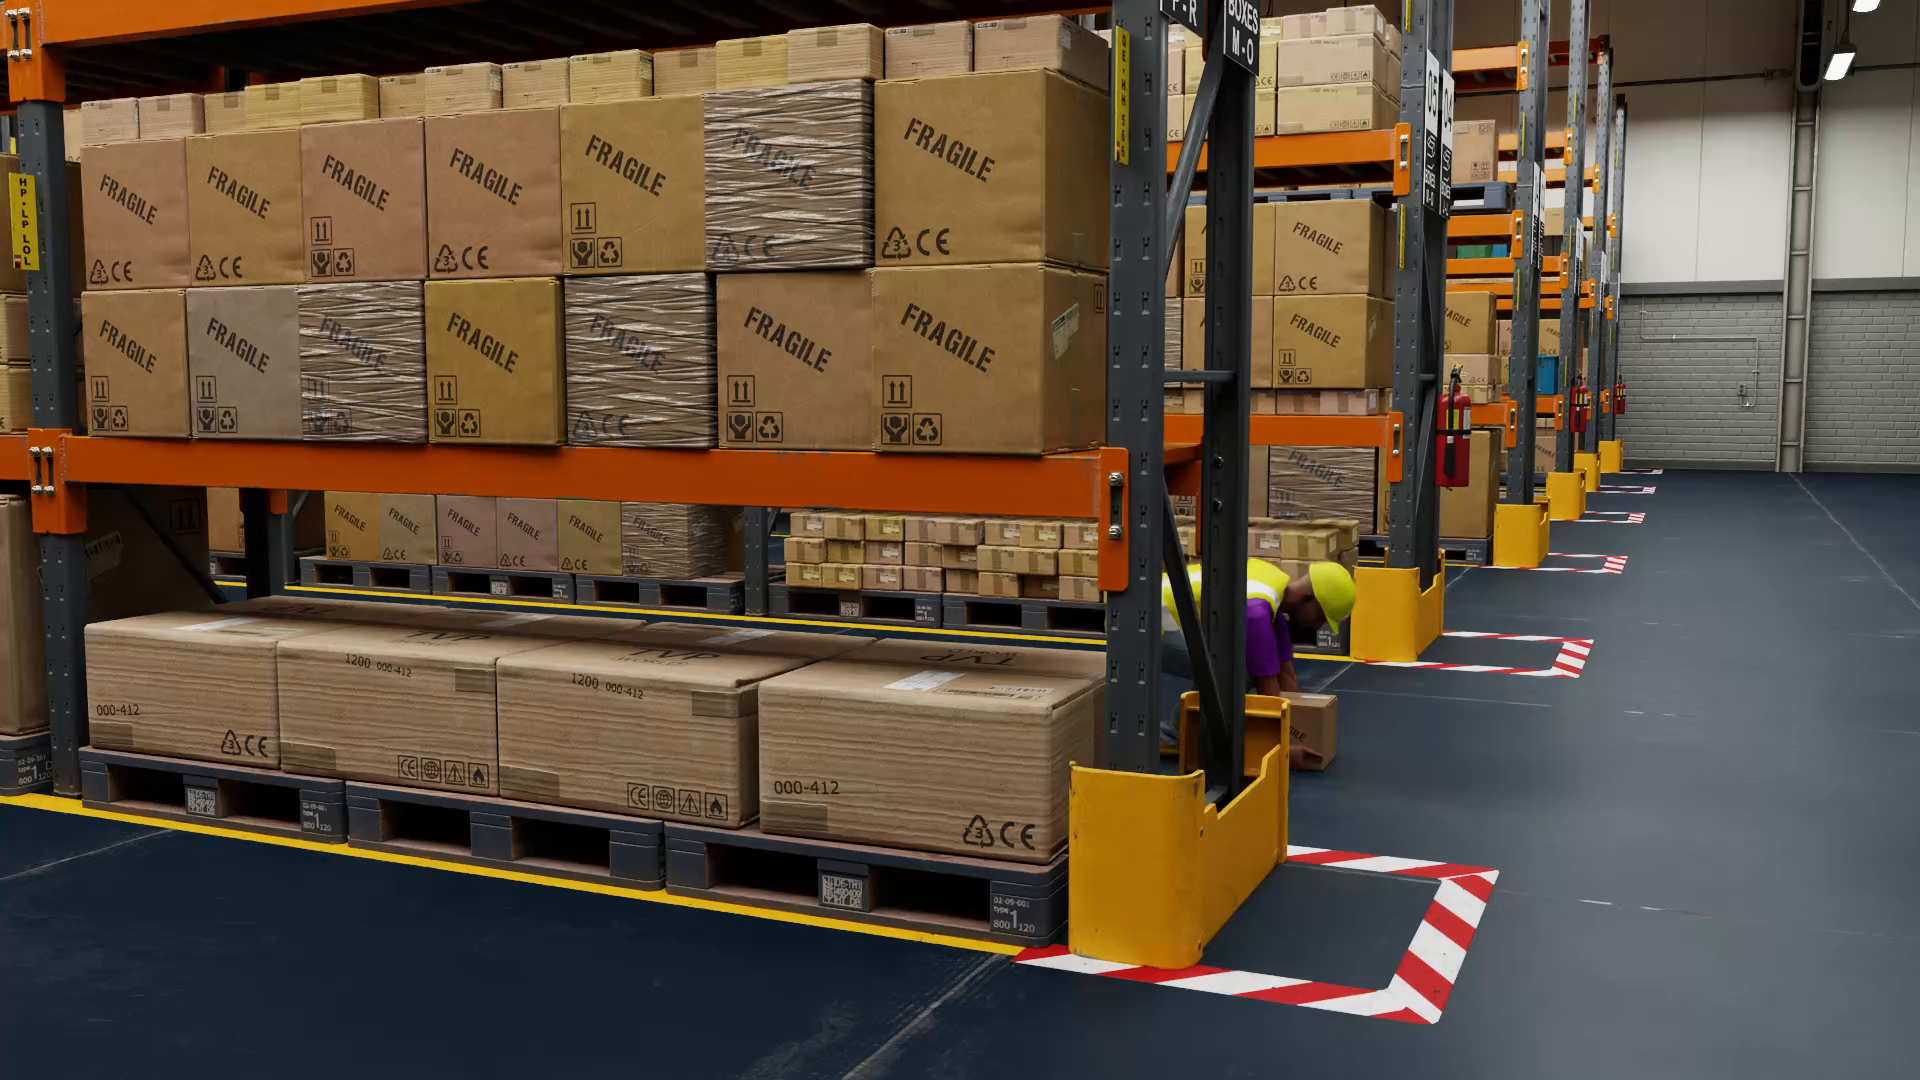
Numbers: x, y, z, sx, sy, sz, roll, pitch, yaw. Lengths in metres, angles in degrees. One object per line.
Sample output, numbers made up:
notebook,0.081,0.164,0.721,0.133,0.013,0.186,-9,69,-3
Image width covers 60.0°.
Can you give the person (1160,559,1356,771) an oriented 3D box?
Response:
person,1.086,0.477,6.650,0.960,0.811,0.527,2,6,22
